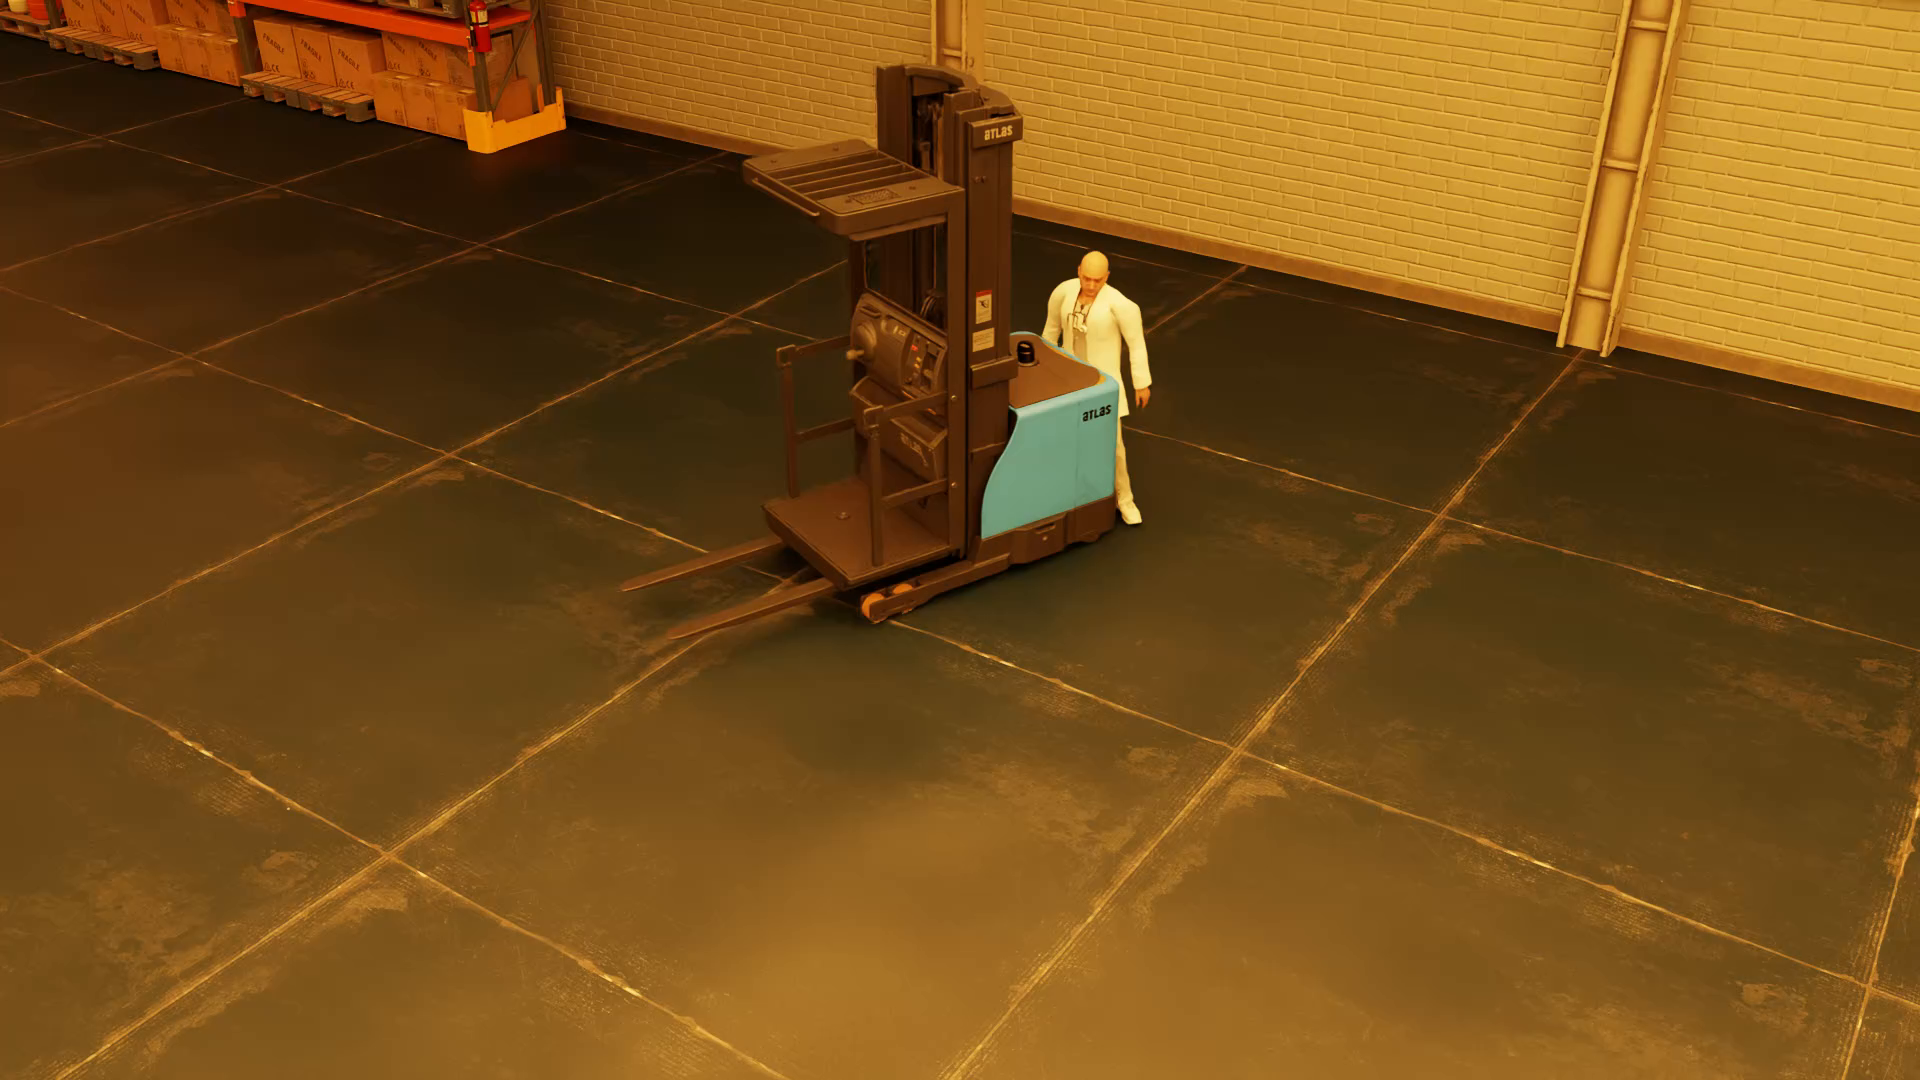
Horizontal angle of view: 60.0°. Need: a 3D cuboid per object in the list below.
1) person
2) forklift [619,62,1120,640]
[{"bbox_3d":[0.848,-1.016,10.530,0.917,1.749,0.452,17,34,27],"label":"person"},{"bbox_3d":[-0.528,-1.090,9.459,3.031,2.935,1.130,-19,35,-29],"label":"forklift"}]
